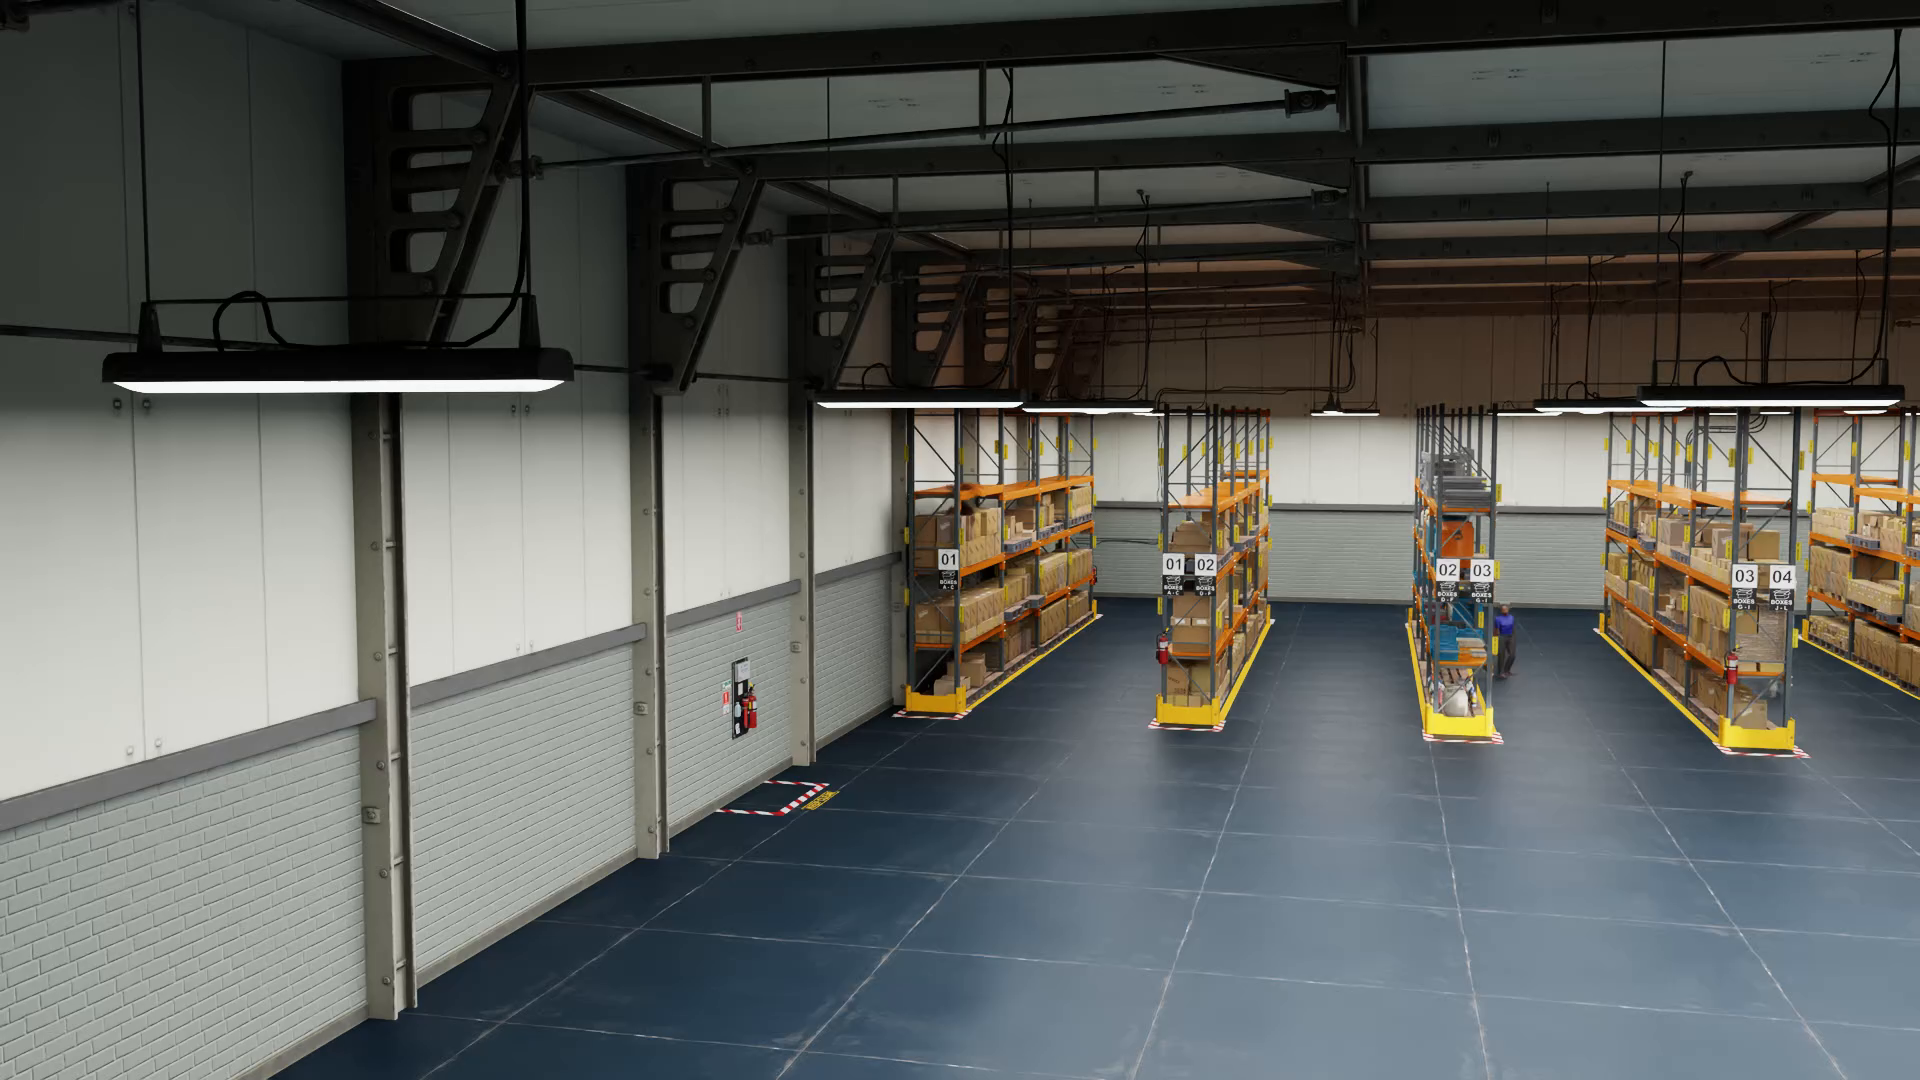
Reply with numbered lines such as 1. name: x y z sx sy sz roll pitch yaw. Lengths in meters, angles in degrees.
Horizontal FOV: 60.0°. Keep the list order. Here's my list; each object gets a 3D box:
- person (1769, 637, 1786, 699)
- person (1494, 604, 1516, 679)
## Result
1. person: 16.990 2.366 34.471 0.493 1.765 0.984 1 4 15
2. person: 12.045 2.233 36.774 0.575 1.648 0.398 0 4 -2
